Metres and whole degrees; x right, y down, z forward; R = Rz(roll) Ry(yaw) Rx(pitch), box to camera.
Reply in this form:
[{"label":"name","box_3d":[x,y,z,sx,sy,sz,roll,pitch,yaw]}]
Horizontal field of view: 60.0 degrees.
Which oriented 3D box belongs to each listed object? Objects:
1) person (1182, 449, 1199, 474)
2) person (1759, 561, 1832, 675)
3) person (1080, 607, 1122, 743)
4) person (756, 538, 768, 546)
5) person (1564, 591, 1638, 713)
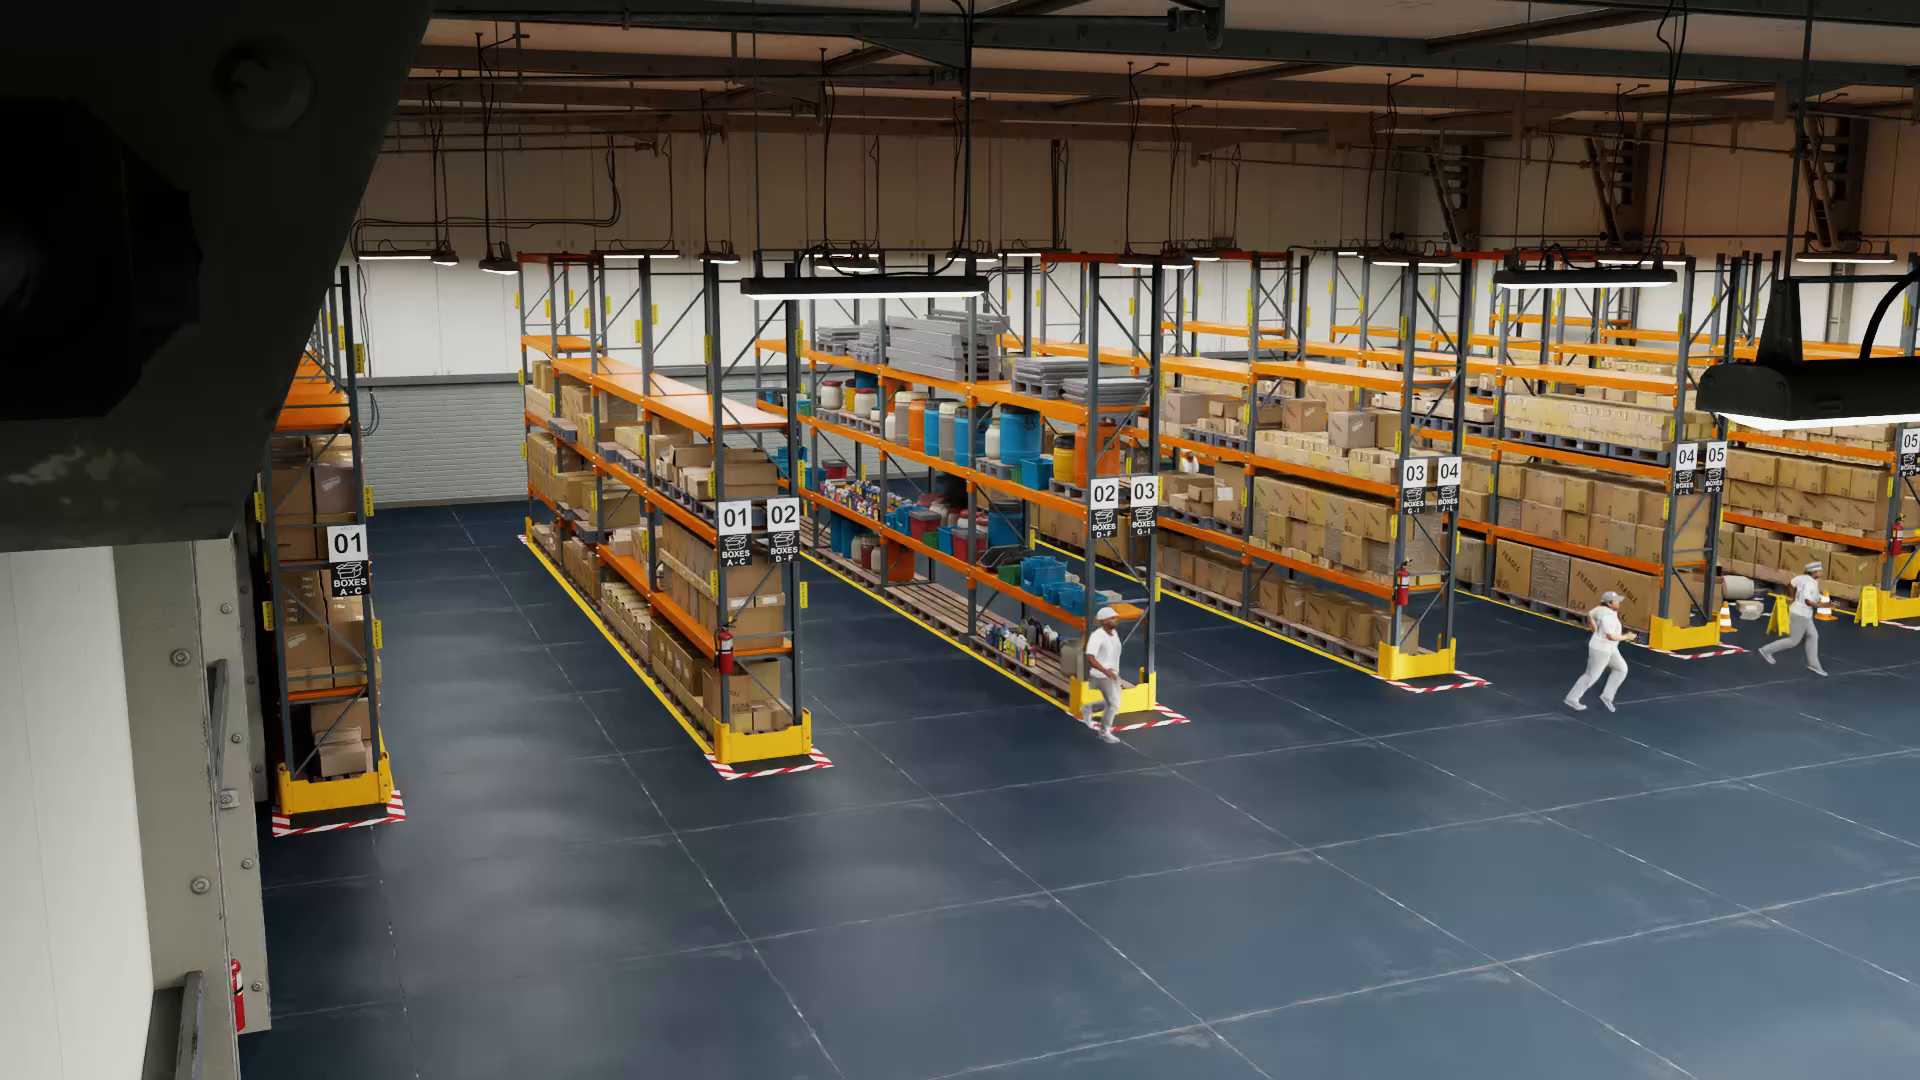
[{"label":"person","box_3d":[4.954,-1.159,36.378,0.624,1.822,0.897,-4,11,-19]},{"label":"person","box_3d":[12.264,1.129,24.361,0.948,1.698,0.610,4,11,20]},{"label":"person","box_3d":[1.785,1.685,21.081,0.612,1.727,0.731,5,12,26]},{"label":"person","box_3d":[-3.439,0.010,29.413,0.599,1.737,0.727,-6,12,-31]},{"label":"person","box_3d":[8.605,1.500,22.266,0.832,1.688,0.611,4,11,21]}]
